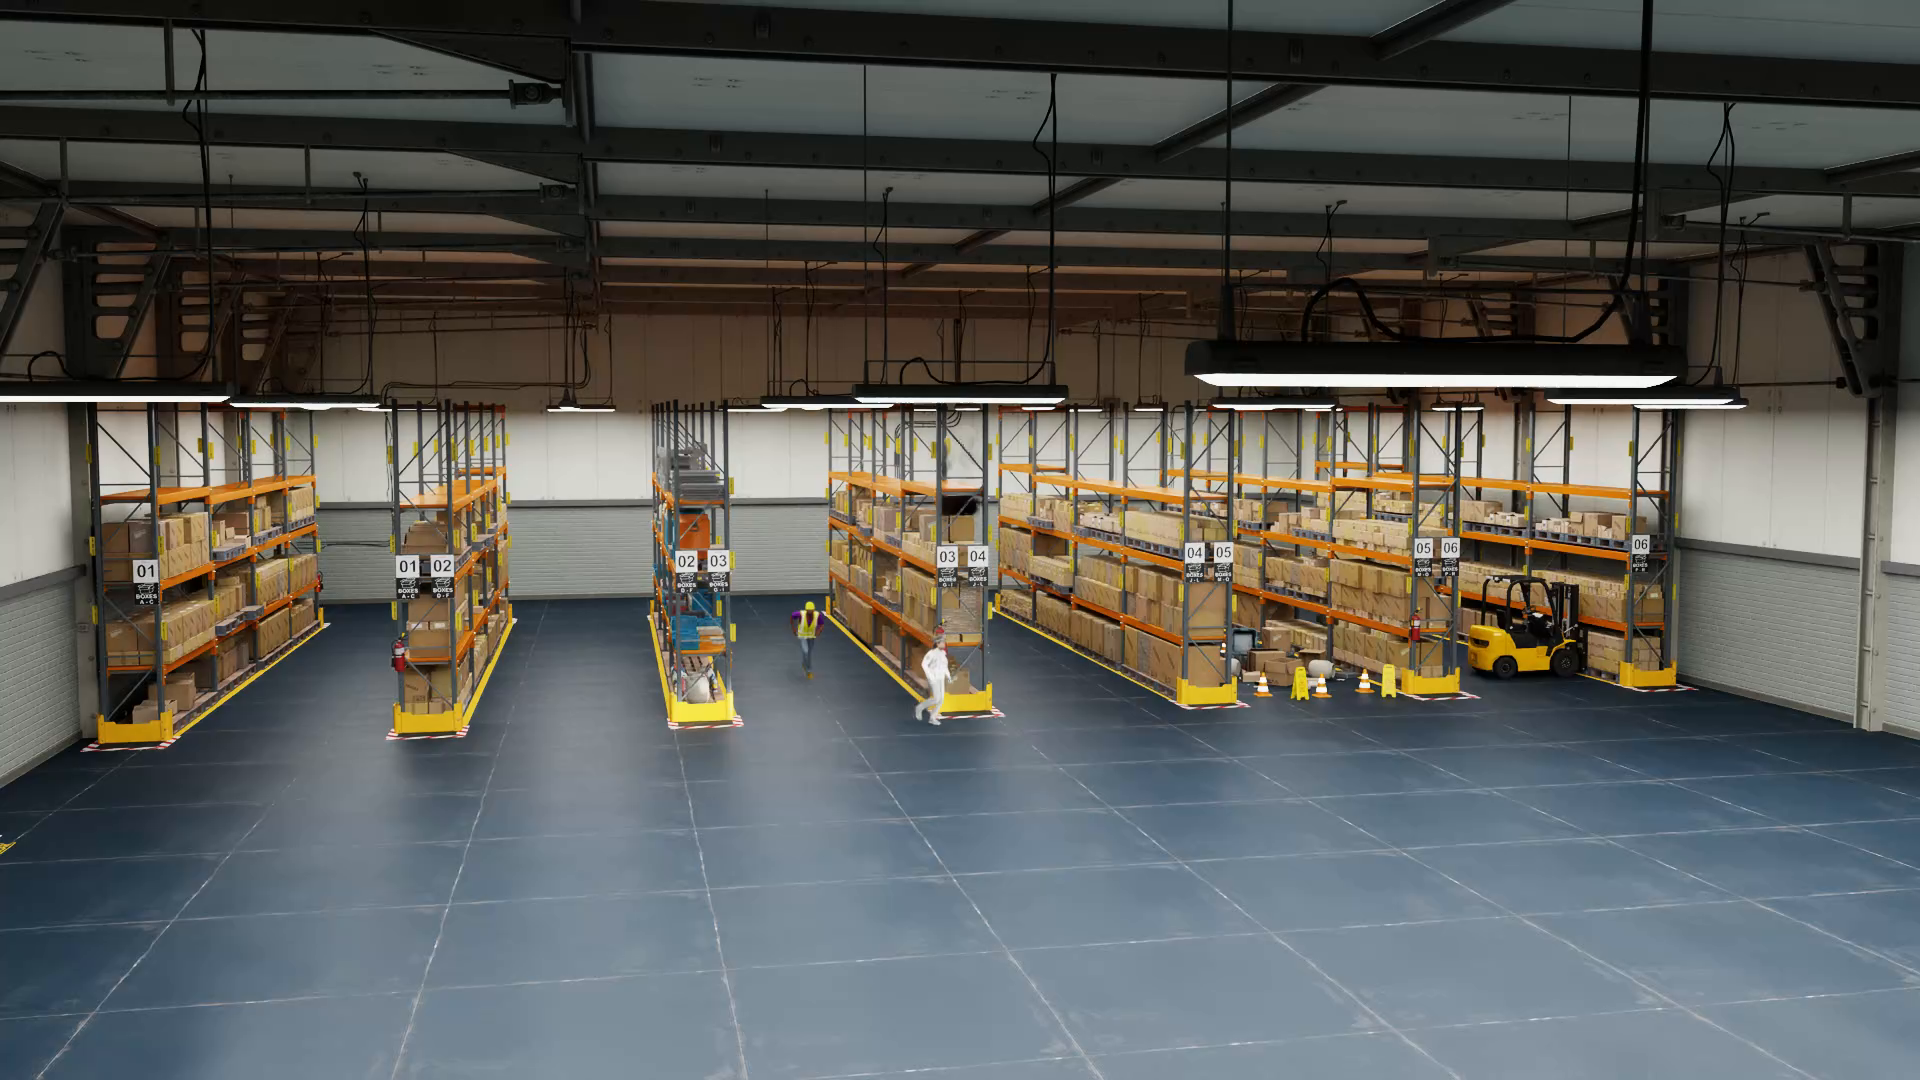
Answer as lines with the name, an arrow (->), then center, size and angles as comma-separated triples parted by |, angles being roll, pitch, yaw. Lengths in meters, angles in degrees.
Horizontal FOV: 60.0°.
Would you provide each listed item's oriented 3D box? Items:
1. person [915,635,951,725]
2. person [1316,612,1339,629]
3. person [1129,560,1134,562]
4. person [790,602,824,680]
person -> -0.468, 2.577, 30.915 | 0.536, 1.636, 0.666 | 3, 5, 35
person -> 9.450, 1.601, 43.043 | 0.718, 1.785, 1.007 | -1, 4, -13
person -> 4.825, 1.399, 46.523 | 0.555, 1.706, 0.785 | -2, 5, -24
person -> -3.344, 2.171, 36.307 | 0.745, 1.714, 1.029 | -1, 4, -13
